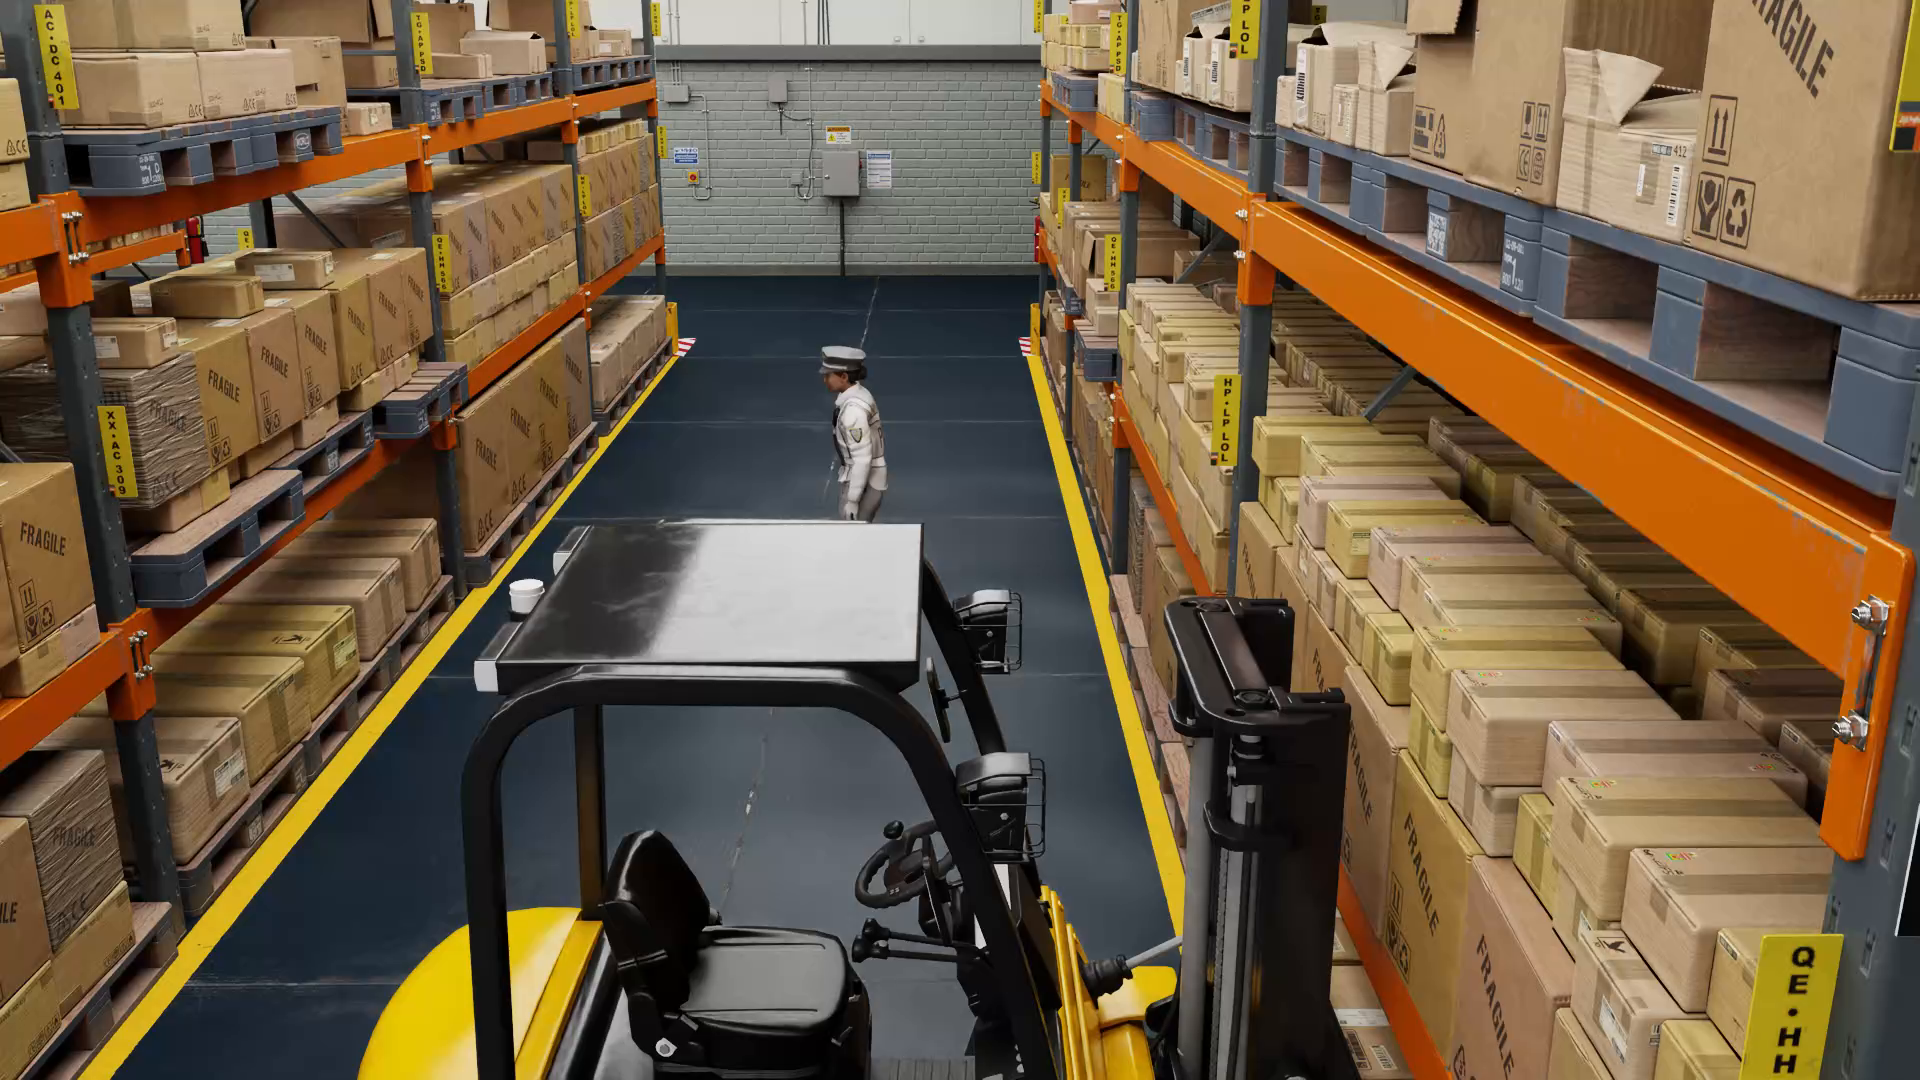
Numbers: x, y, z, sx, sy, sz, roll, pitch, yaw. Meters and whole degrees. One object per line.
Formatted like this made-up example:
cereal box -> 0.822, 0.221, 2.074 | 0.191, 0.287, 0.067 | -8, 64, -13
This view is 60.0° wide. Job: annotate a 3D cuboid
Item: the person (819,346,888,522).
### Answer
person -> -0.596, -0.278, 9.439 | 0.375, 1.661, 0.541 | -1, 17, -4
